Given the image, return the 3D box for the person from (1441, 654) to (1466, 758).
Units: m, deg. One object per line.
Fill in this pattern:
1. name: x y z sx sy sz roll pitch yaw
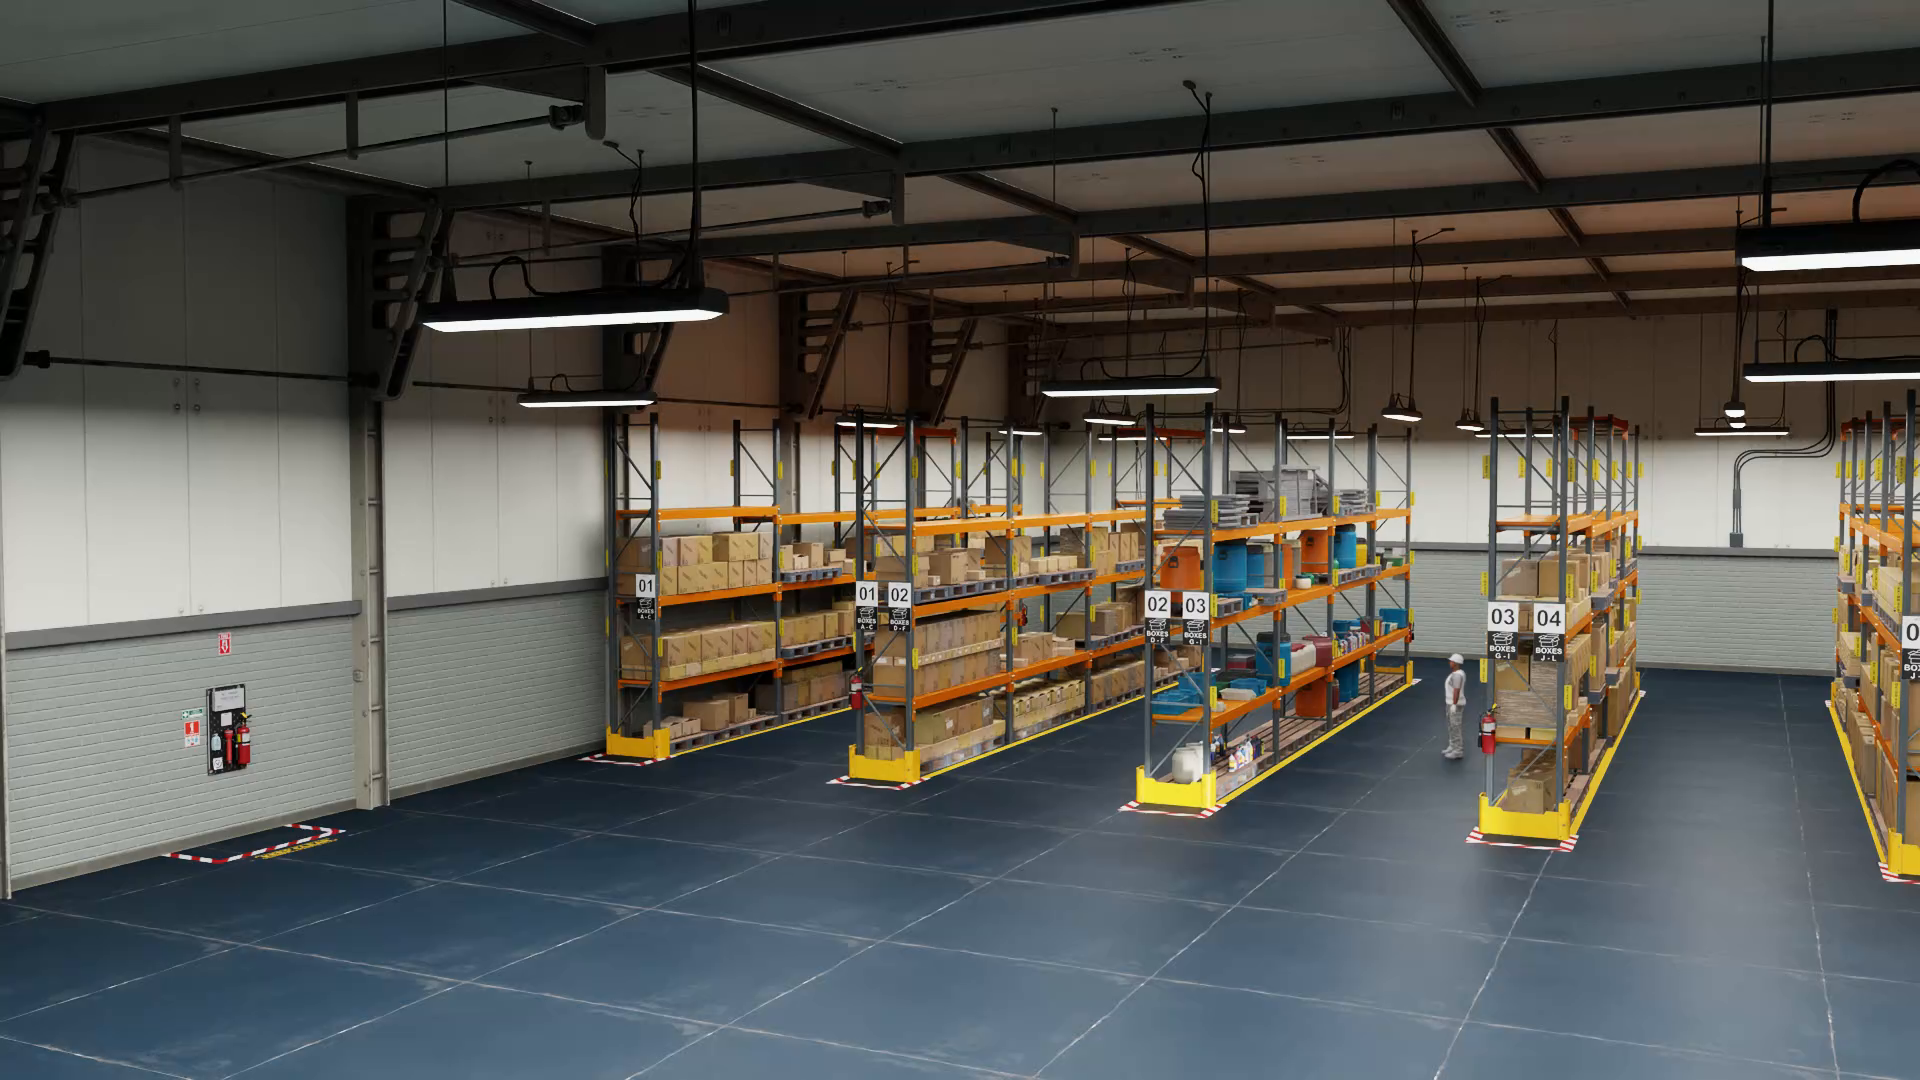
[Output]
1. person: 8.638 2.876 29.022 0.404 1.791 0.601 0 2 5
